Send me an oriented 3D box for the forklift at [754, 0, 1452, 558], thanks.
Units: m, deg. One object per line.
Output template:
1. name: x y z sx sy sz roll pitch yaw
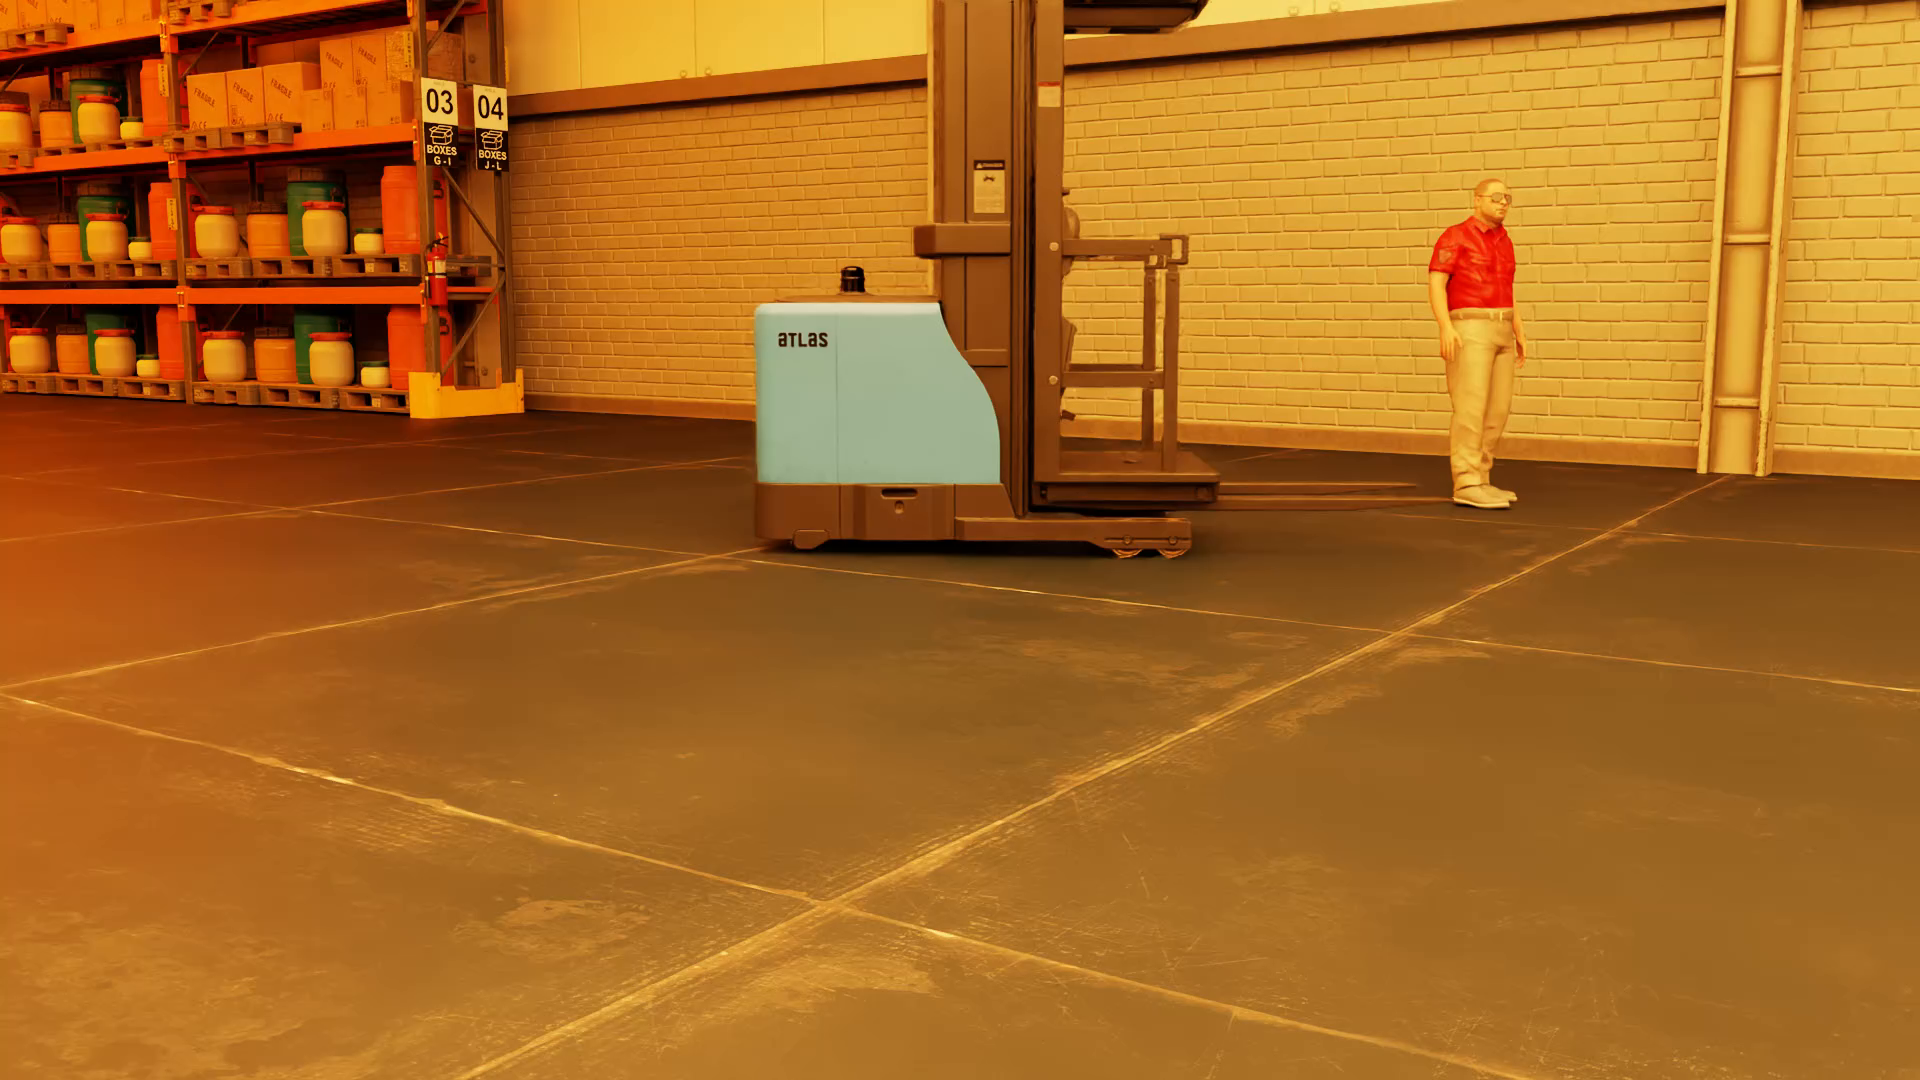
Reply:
1. forklift: 0.633 -1.452 7.406 3.031 2.935 1.130 0 8 1

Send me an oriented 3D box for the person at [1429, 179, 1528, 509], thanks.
1. person: 2.856 -1.058 8.895 0.685 1.731 0.544 -6 10 -37
